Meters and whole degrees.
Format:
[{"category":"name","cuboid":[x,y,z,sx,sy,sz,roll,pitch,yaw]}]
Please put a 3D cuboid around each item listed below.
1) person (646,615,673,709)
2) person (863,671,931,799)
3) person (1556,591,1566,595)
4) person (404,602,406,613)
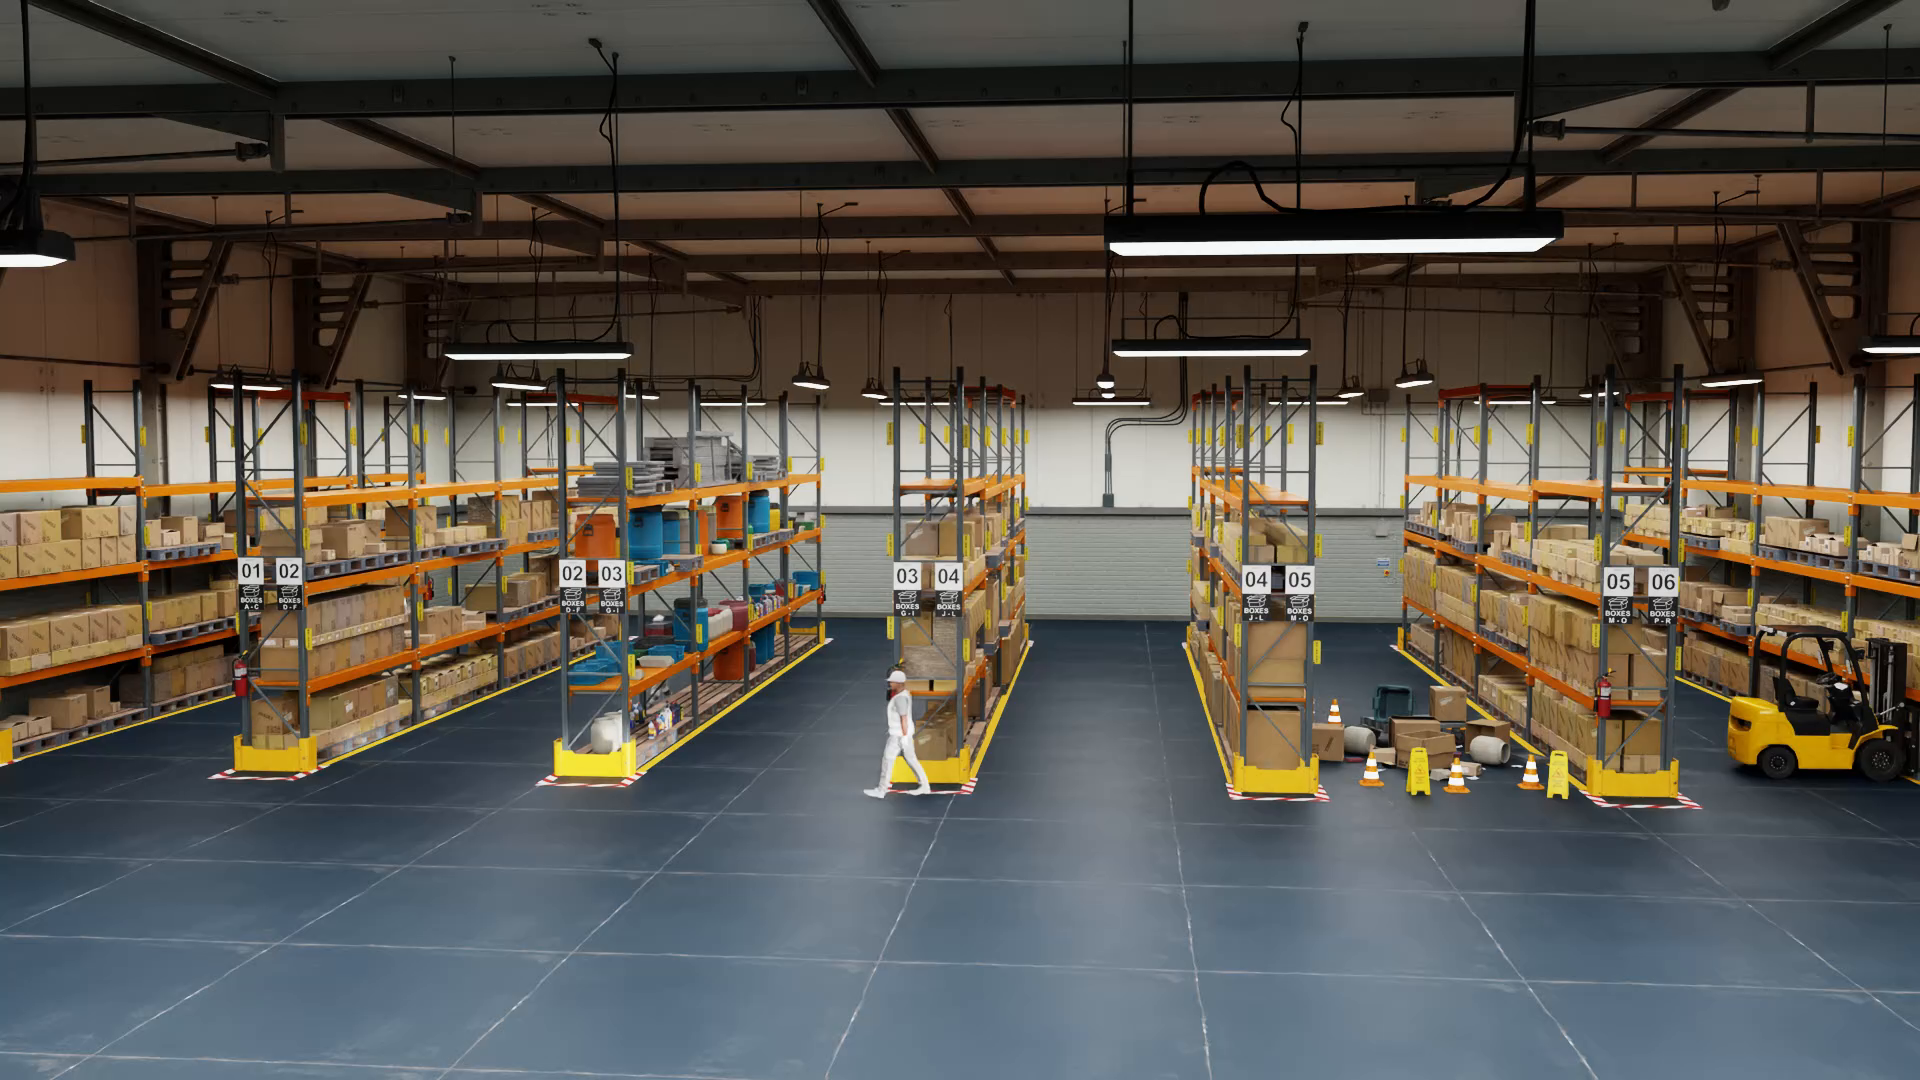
[{"category":"person","cuboid":[-5.562,2.232,30.679,0.525,1.716,1.092,1,4,22]},{"category":"person","cuboid":[-0.859,2.694,23.086,0.879,1.766,0.553,1,4,13]},{"category":"person","cuboid":[13.328,1.878,36.859,0.474,1.671,0.431,-3,4,-35]},{"category":"person","cuboid":[-12.507,1.868,36.855,0.432,1.641,0.989,0,4,-5]}]
